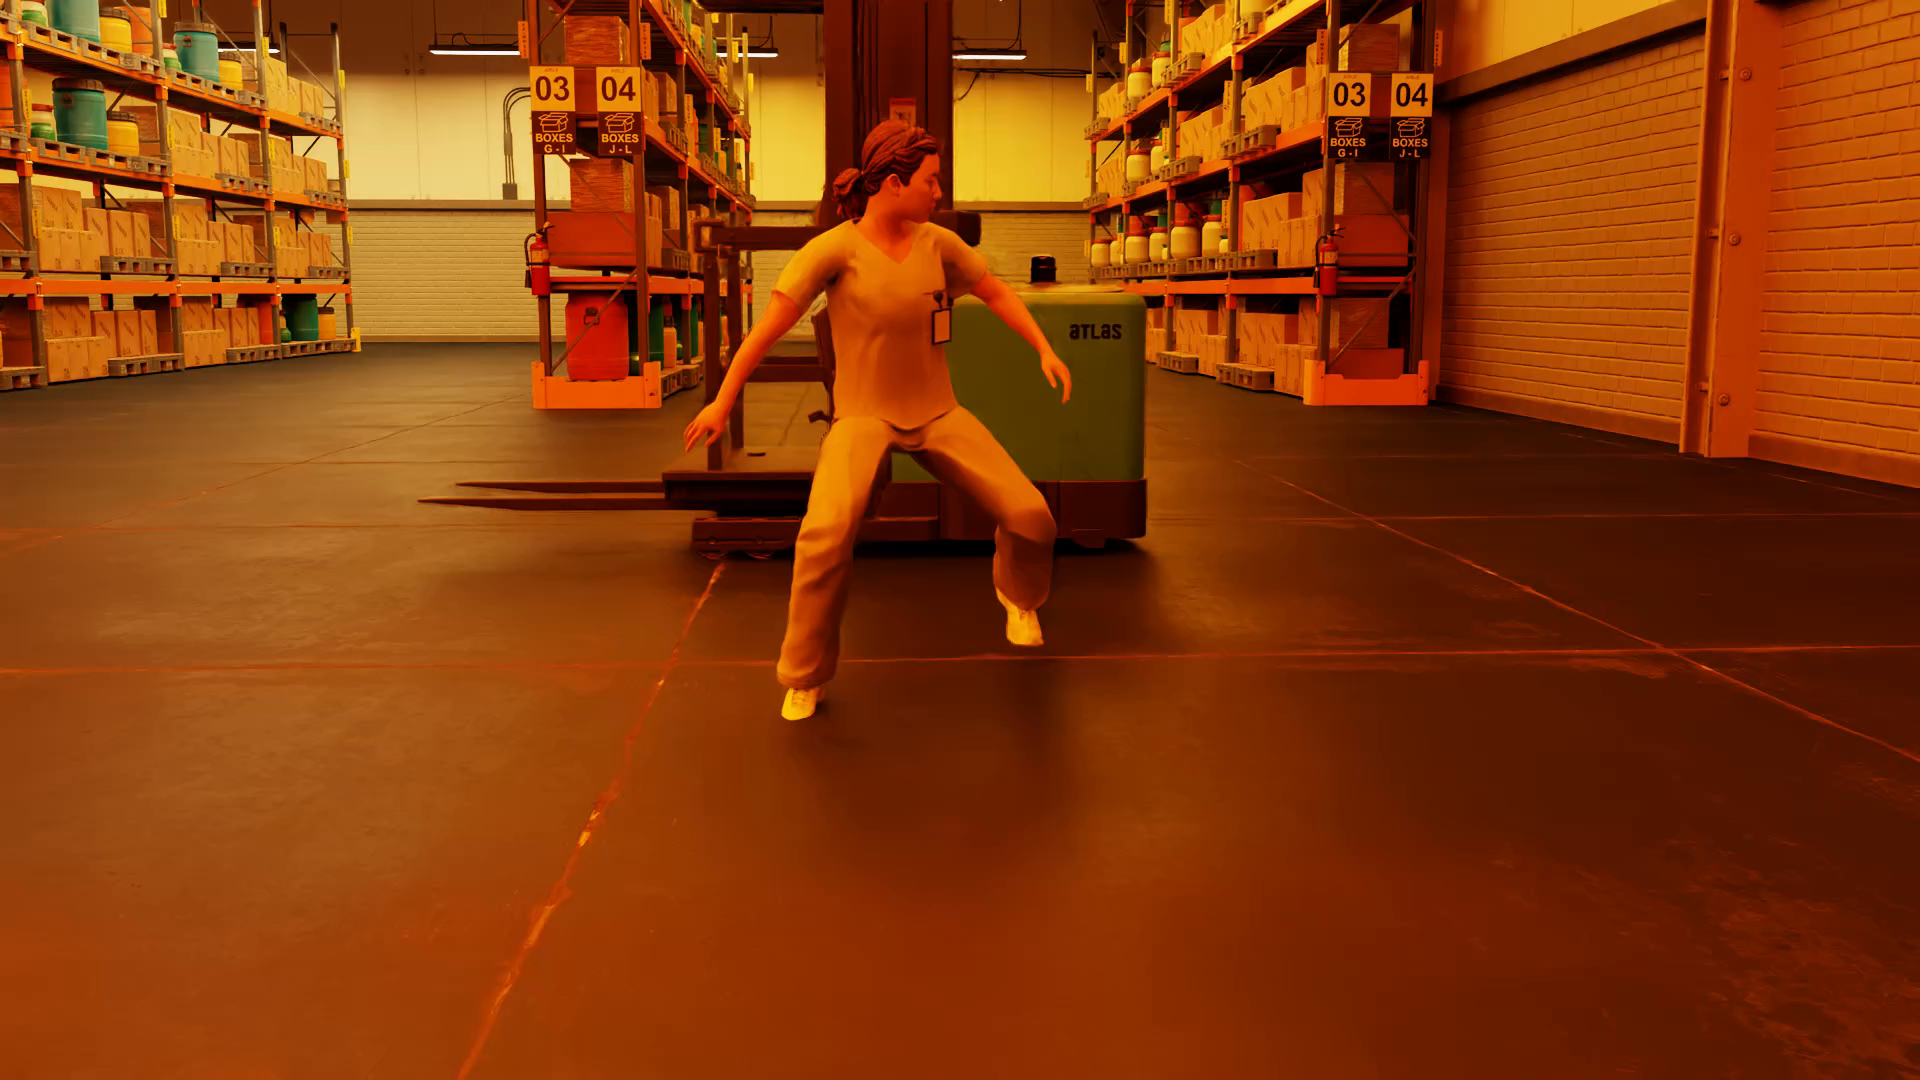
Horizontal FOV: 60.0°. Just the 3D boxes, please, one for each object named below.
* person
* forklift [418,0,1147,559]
[{"bbox_3d":[-0.193,-0.311,4.435,1.062,1.567,0.508,-4,9,-24],"label":"person"},{"bbox_3d":[-0.753,-1.452,7.110,3.031,2.935,1.130,0,8,-2],"label":"forklift"}]
